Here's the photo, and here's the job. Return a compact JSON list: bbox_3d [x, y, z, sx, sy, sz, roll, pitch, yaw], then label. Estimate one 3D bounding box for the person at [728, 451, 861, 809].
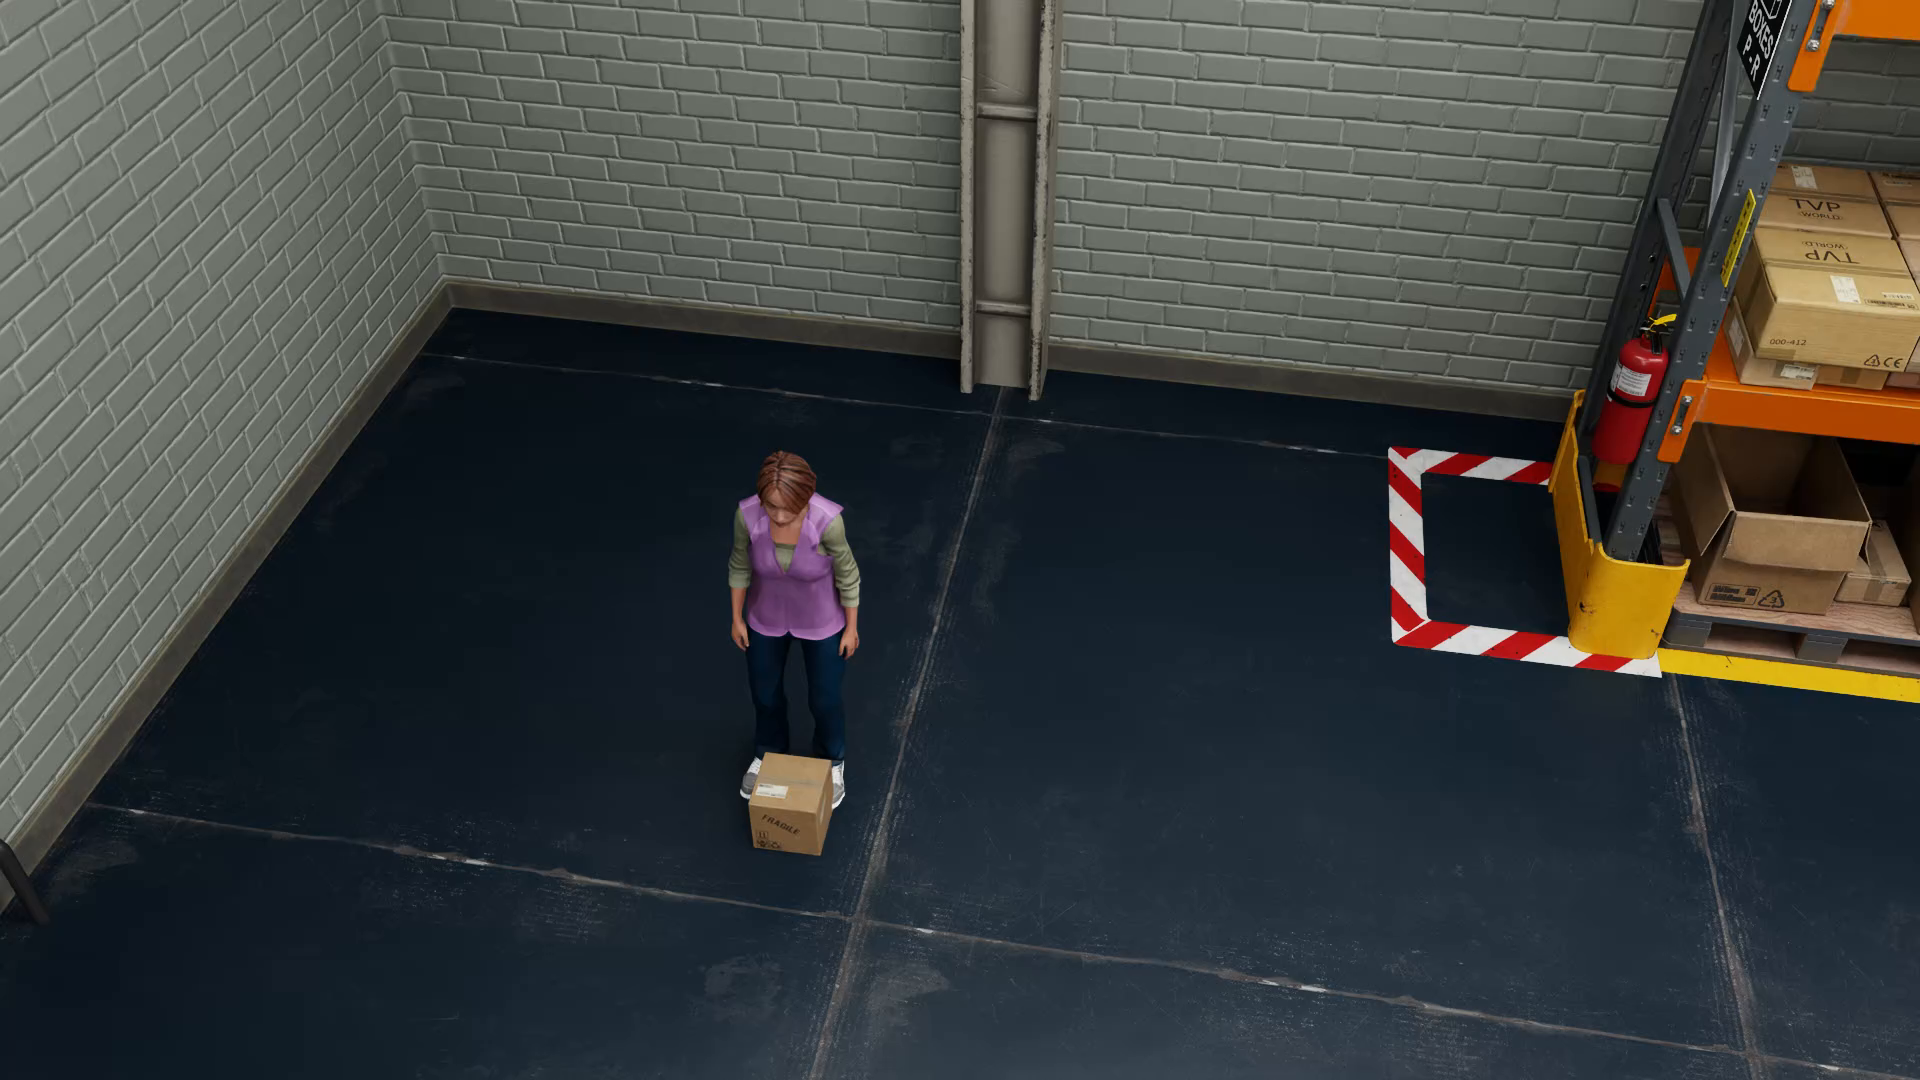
[{"bbox_3d":[-0.579,0.300,5.824,0.474,1.591,0.346,5,41,5],"label":"person"}]
